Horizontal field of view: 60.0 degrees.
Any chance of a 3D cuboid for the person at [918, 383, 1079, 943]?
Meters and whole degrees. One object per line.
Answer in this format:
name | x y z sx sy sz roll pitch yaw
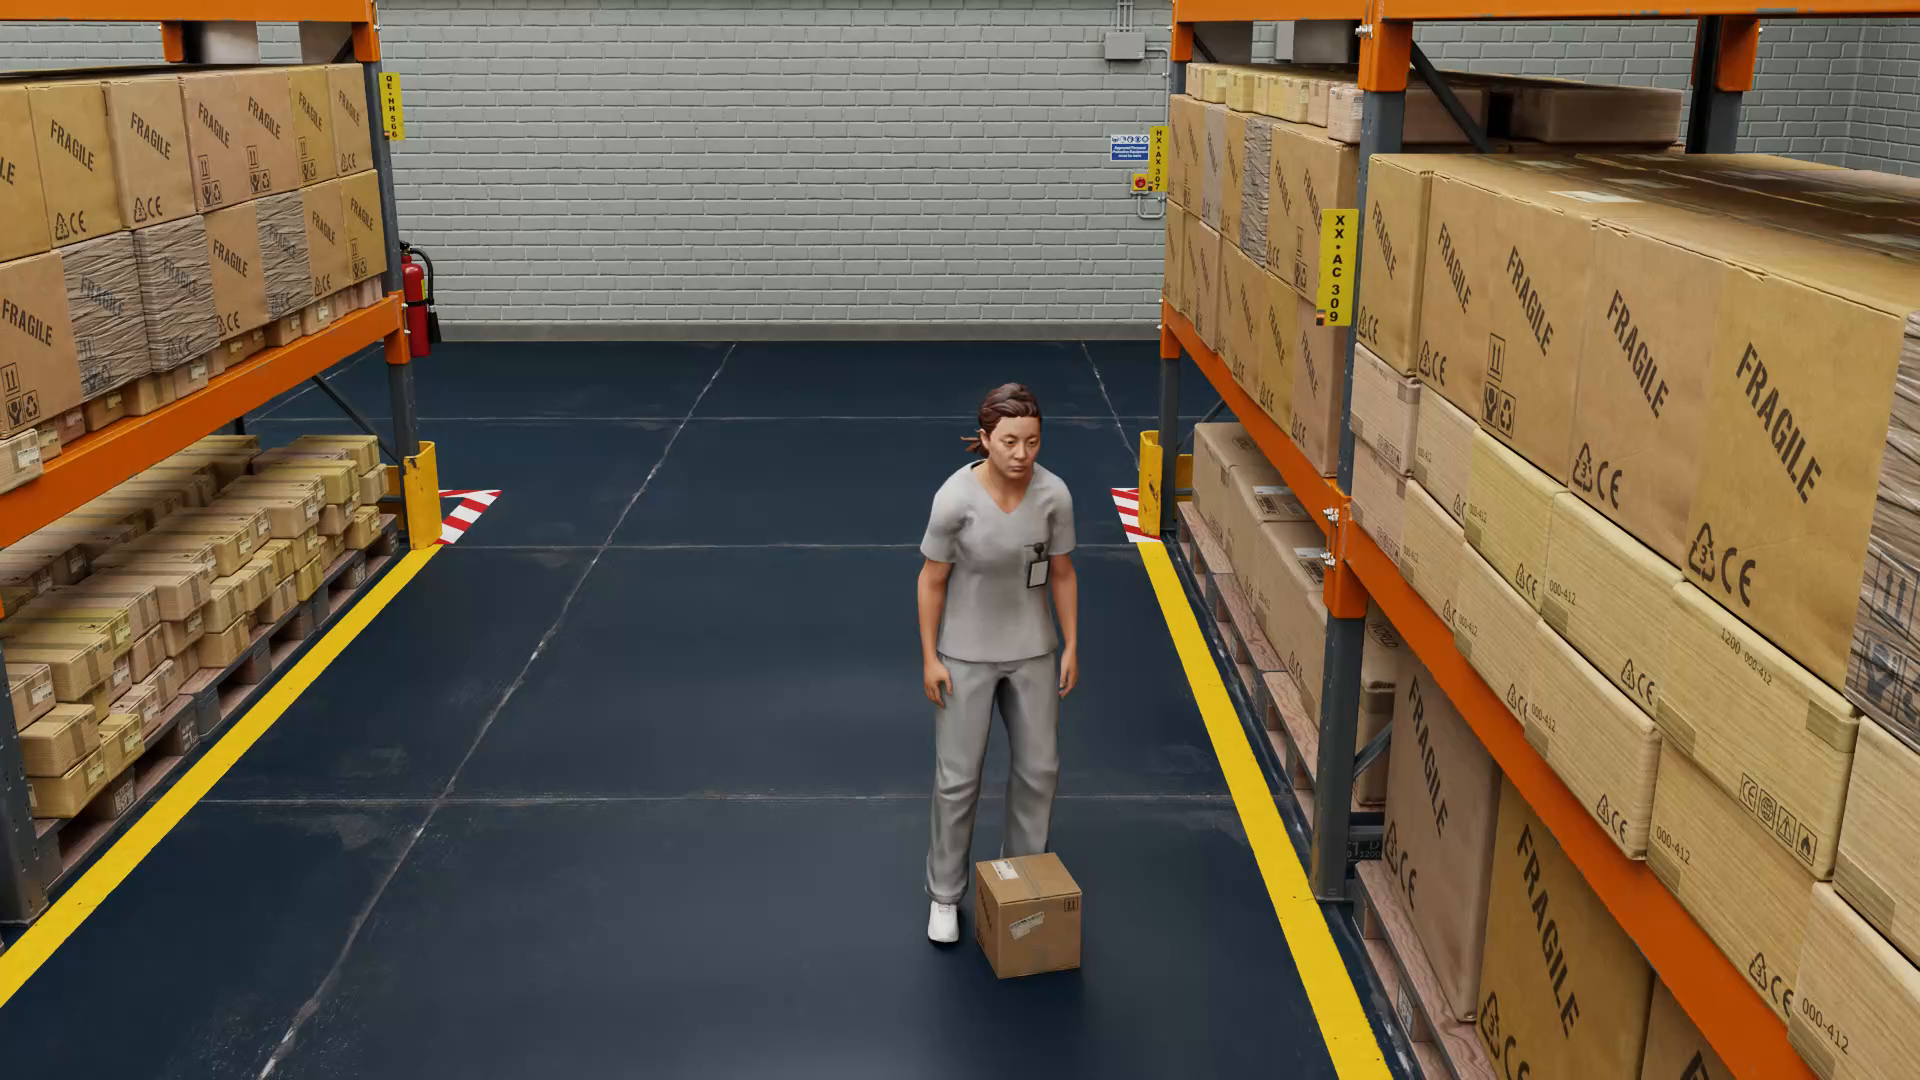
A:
person | 0.117 0.353 4.906 0.489 1.673 0.358 -4 18 -13
